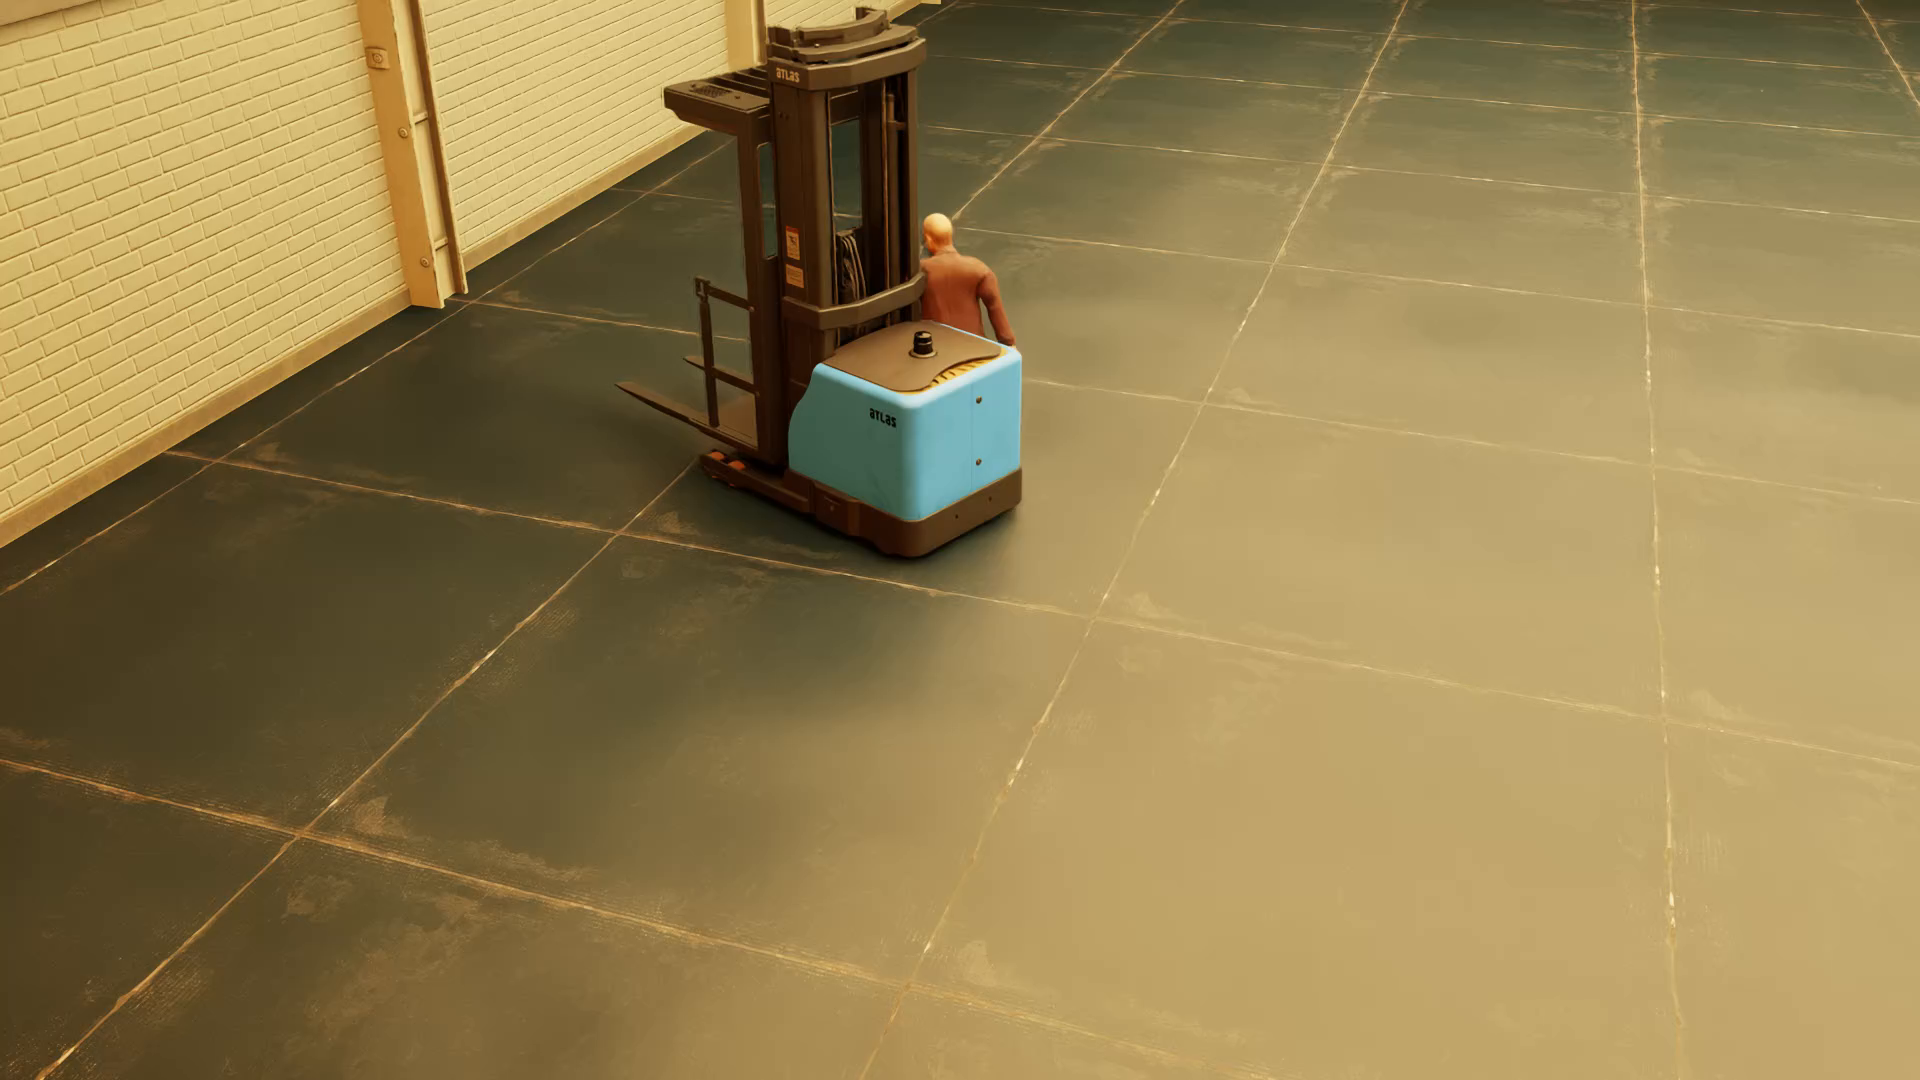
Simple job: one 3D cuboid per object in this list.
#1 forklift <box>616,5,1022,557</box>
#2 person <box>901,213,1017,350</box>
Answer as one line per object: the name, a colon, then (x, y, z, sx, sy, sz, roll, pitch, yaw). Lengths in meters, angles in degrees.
forklift: (-1.045, -1.784, 10.265, 3.031, 2.935, 1.130, 24, 38, 36)
person: (-0.045, -1.292, 10.649, 0.799, 1.703, 0.991, -1, 30, -1)
